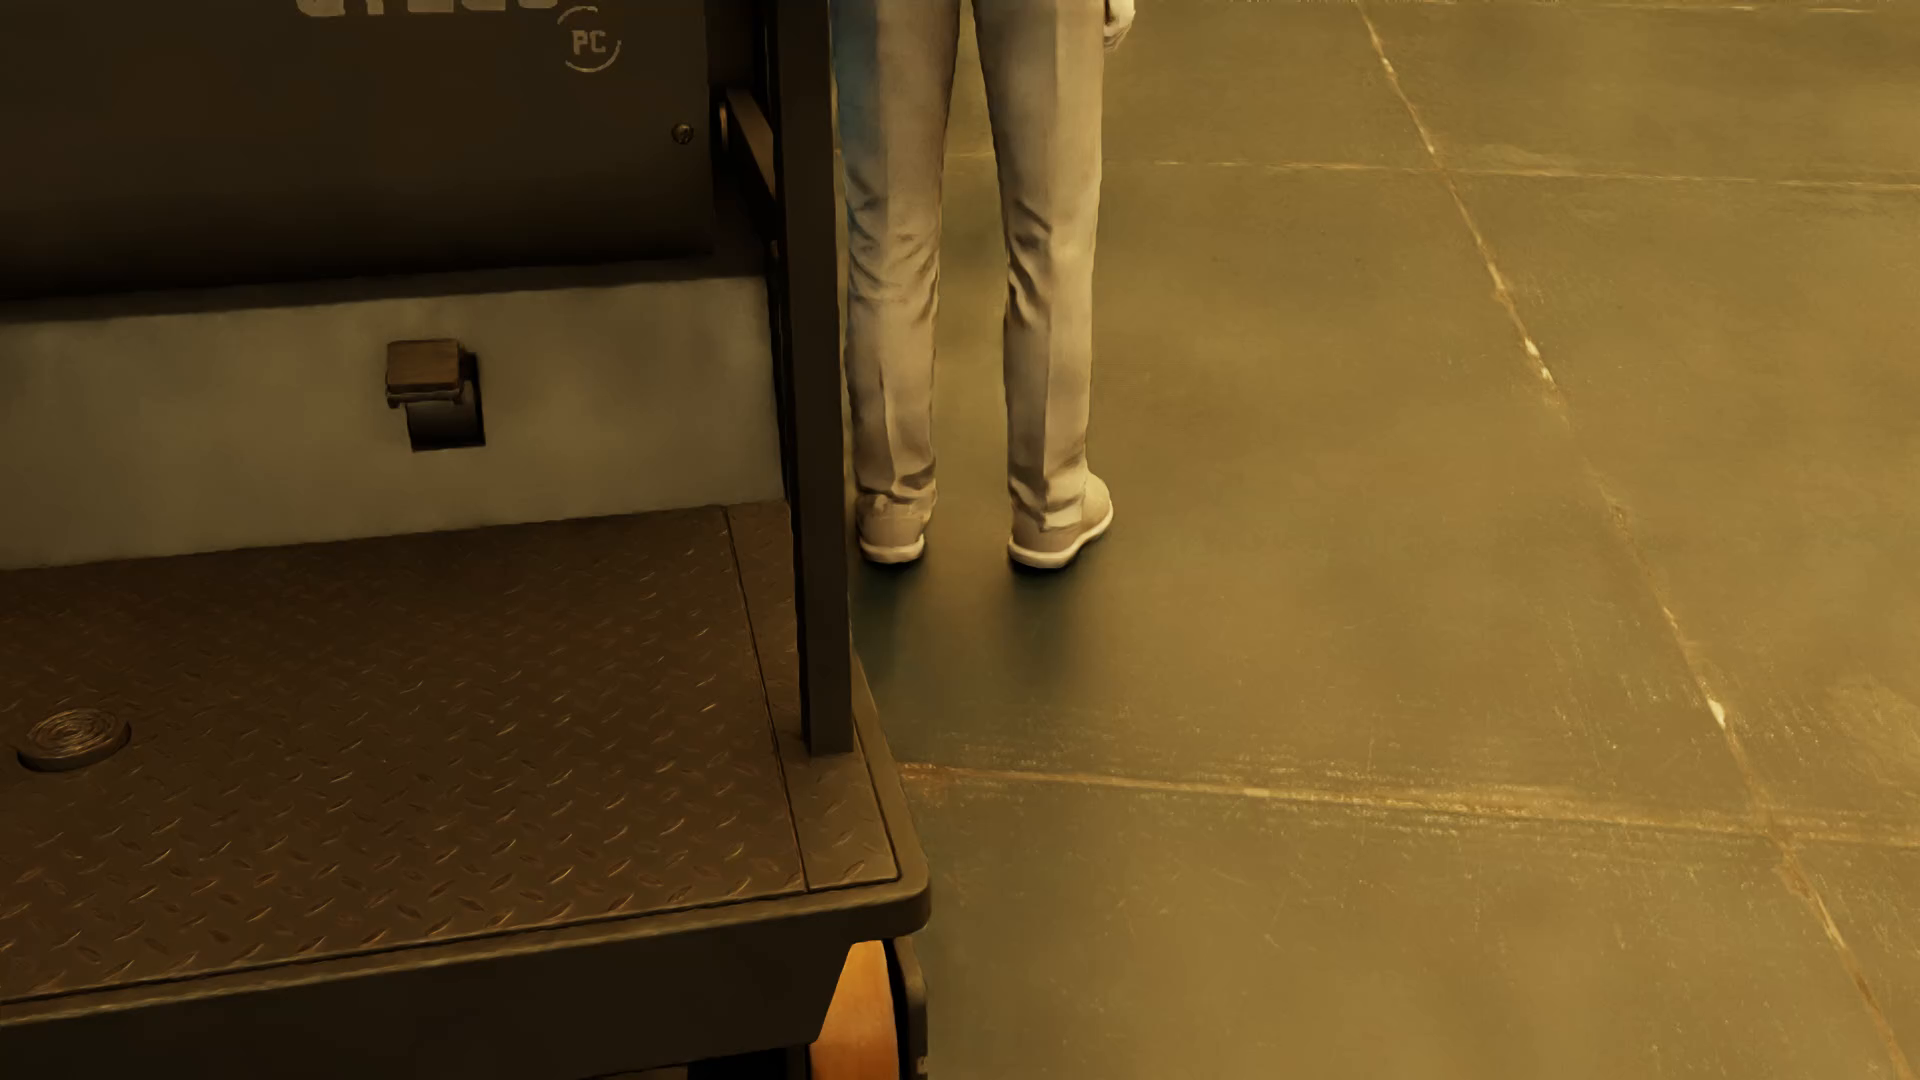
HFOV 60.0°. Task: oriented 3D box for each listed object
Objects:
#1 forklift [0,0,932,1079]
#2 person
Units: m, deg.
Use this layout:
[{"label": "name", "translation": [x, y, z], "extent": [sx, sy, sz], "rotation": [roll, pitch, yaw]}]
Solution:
[{"label": "forklift", "translation": [-0.649, -0.895, 1.010], "extent": [1.130, 2.935, 3.031], "rotation": [-6, 27, -11]}, {"label": "person", "translation": [0.002, -0.764, 2.144], "extent": [0.472, 1.691, 0.336], "rotation": [3, 27, 6]}]
